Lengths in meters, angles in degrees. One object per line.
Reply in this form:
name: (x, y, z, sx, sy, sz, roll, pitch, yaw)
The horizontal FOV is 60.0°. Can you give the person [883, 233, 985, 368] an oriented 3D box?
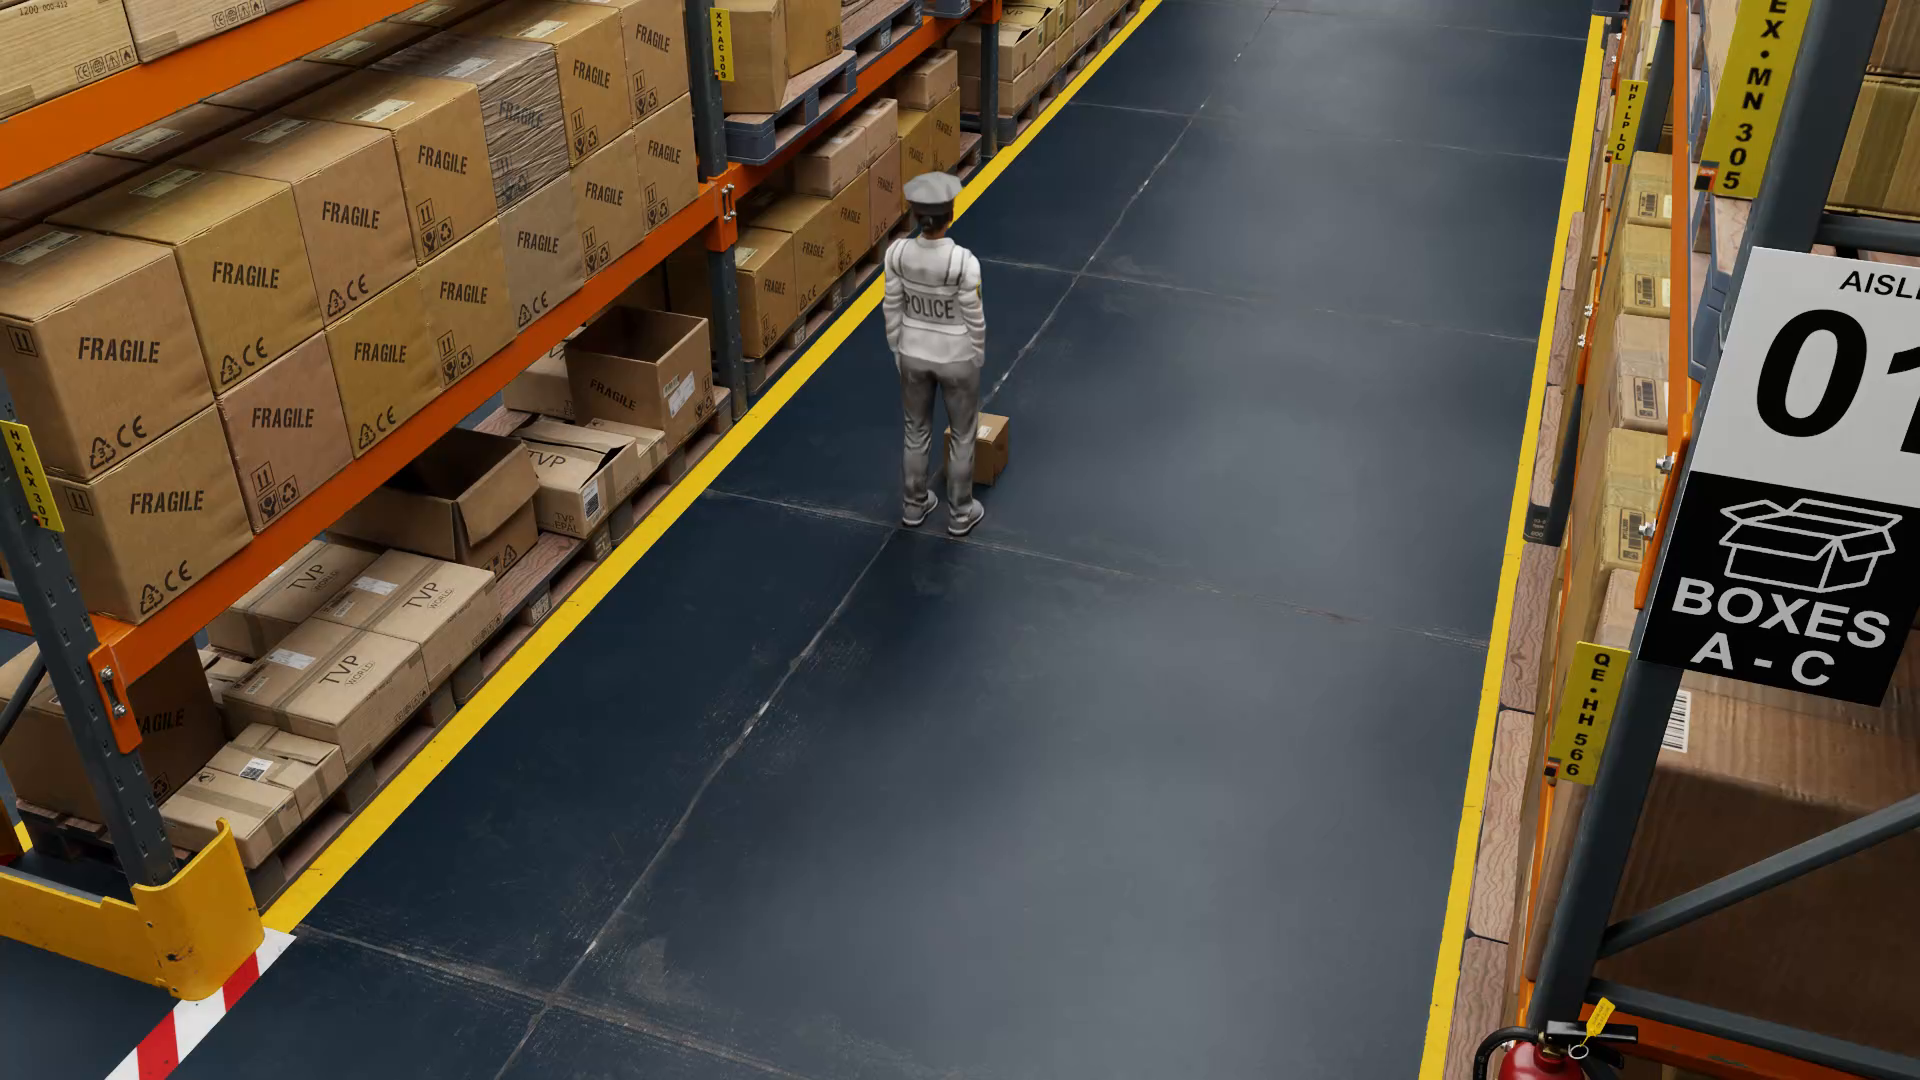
person: (-0.105, -1.053, 7.186, 0.469, 0.608, 0.312, 12, 35, 17)
